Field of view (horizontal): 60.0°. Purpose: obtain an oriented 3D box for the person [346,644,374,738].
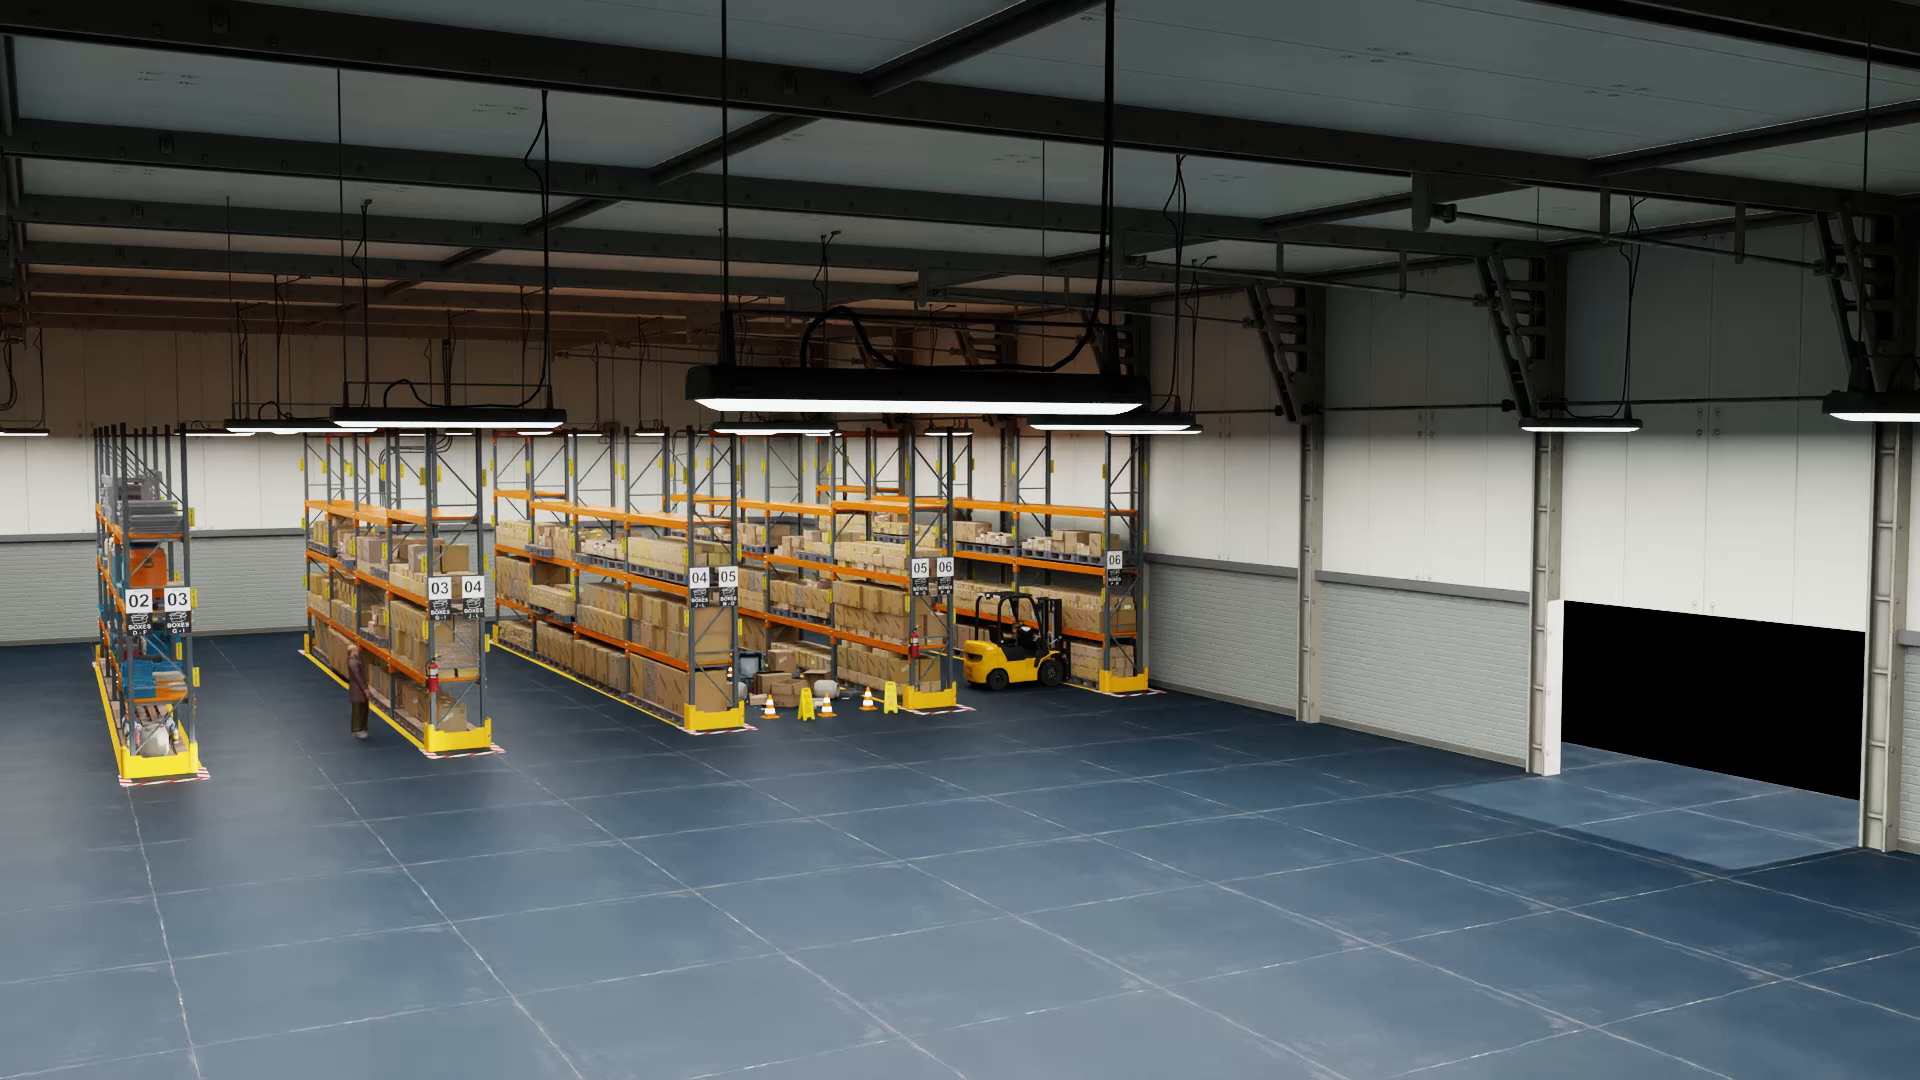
[{"bbox_3d":[-11.535,2.916,31.951,0.586,1.833,0.600,0,3,2],"label":"person"}]
